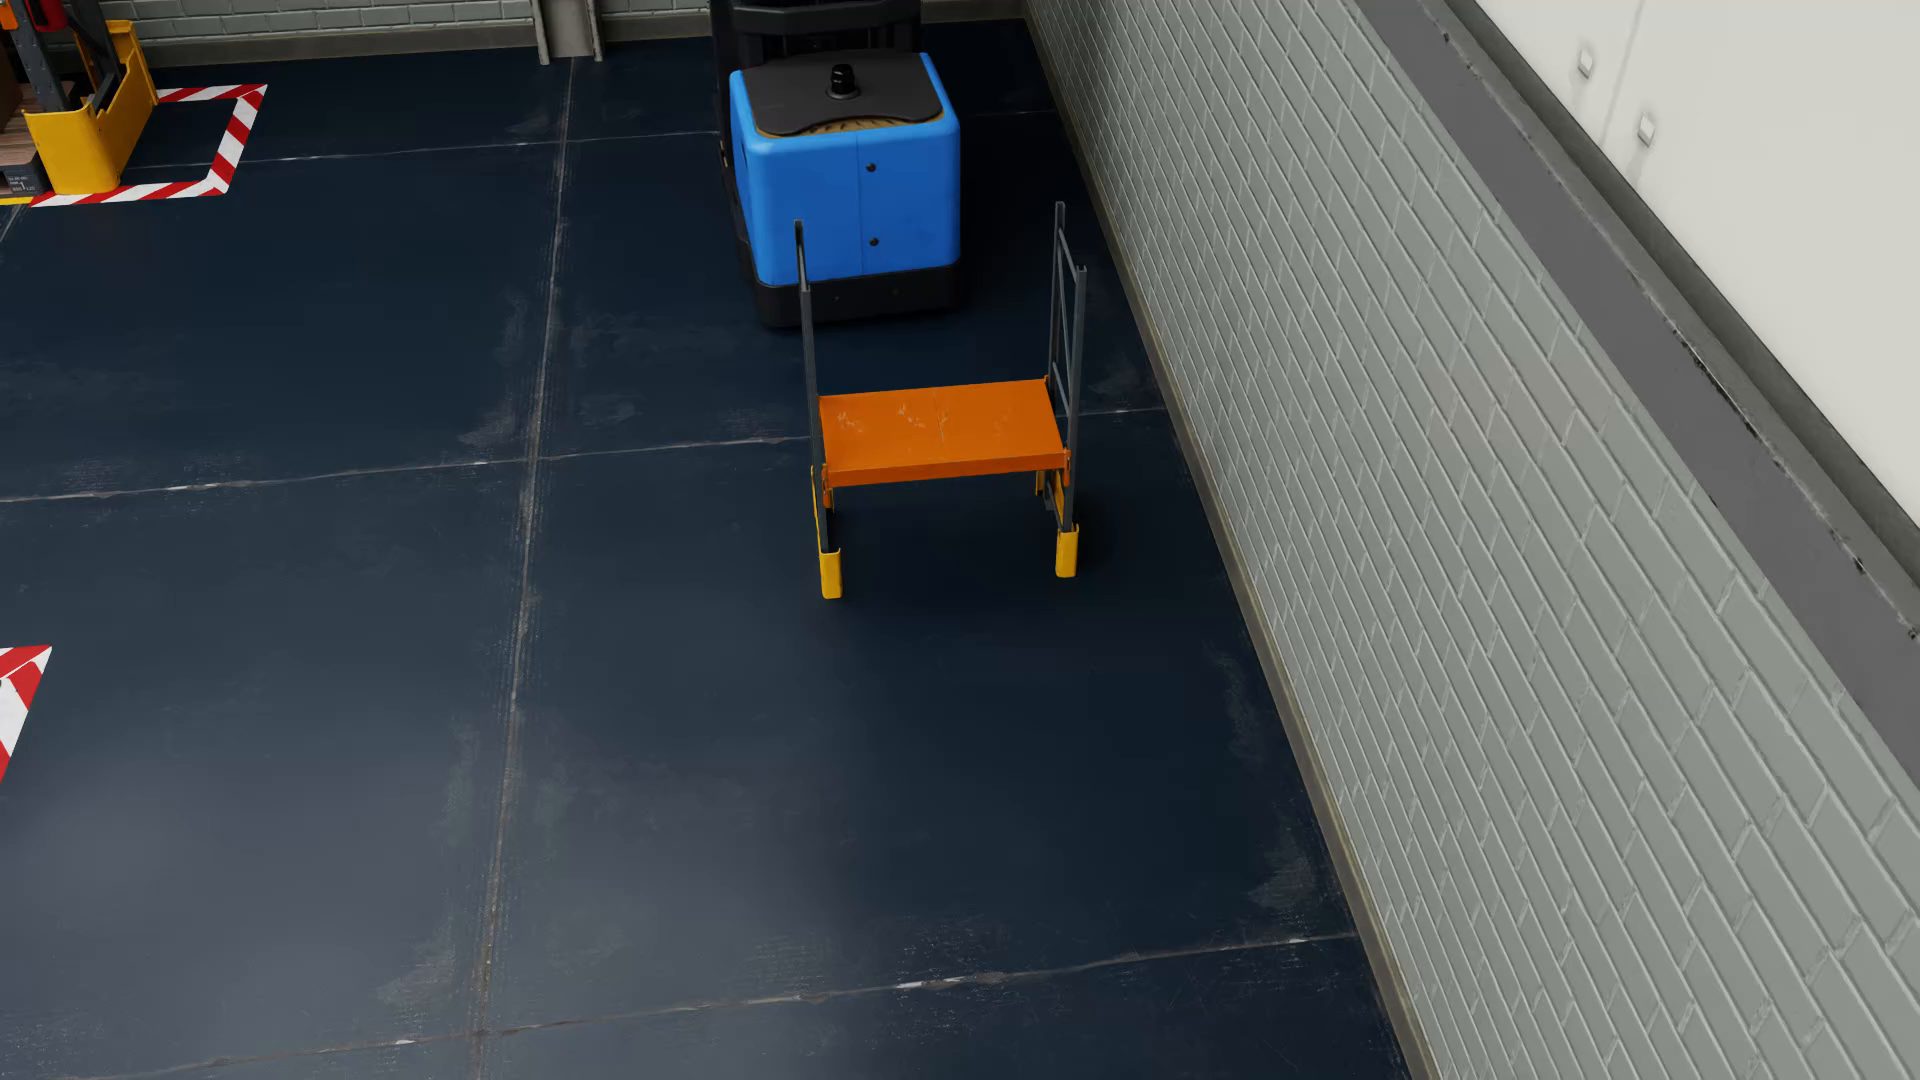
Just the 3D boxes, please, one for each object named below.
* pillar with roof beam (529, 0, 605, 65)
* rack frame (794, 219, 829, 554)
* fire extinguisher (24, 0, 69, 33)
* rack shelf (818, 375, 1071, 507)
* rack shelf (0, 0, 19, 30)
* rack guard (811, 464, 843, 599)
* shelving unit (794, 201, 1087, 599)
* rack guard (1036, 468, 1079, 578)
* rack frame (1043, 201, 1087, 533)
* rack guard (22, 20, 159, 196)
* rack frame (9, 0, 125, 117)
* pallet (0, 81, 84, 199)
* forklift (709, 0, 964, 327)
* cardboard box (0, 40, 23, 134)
[{"bbox_3d":[-1.941,-3.636,4.563,0.400,9.000,9.100,-5,42,-6],"label":"pillar with roof beam"},{"bbox_3d":[-0.589,-0.505,6.691,0.032,1.500,0.500,-5,42,-6],"label":"rack frame"},{"bbox_3d":[-4.855,-2.998,8.671,0.183,0.674,0.296,-5,42,-6],"label":"fire extinguisher"},{"bbox_3d":[-0.085,-0.416,6.860,1.000,0.185,0.538,-5,42,-6],"label":"rack shelf"},{"bbox_3d":[-7.047,-3.018,8.894,4.000,0.370,1.077,-5,42,-6],"label":"rack shelf"},{"bbox_3d":[-0.569,-0.043,7.111,0.087,0.250,0.587,-5,42,-6],"label":"rack guard"},{"bbox_3d":[-0.076,-0.550,6.740,1.083,1.500,0.587,-5,42,-6],"label":"shelving unit"},{"bbox_3d":[0.418,-0.129,7.207,0.087,0.250,0.587,-5,42,-6],"label":"rack guard"},{"bbox_3d":[0.419,-0.594,6.788,0.032,1.500,0.500,-5,42,-6],"label":"rack frame"},{"bbox_3d":[-5.041,-2.533,9.685,0.348,0.500,1.175,-5,42,-6],"label":"rack guard"},{"bbox_3d":[-5.064,-3.459,8.845,0.127,3.000,1.000,-5,42,-6],"label":"rack frame"},{"bbox_3d":[-5.847,-2.302,9.645,1.213,0.211,1.003,-5,42,-6],"label":"pallet"},{"bbox_3d":[-0.797,-3.151,8.555,1.130,2.935,3.031,-8,43,-9],"label":"forklift"},{"bbox_3d":[-5.745,-2.559,9.401,0.500,0.500,0.700,-5,42,-6],"label":"cardboard box"}]
